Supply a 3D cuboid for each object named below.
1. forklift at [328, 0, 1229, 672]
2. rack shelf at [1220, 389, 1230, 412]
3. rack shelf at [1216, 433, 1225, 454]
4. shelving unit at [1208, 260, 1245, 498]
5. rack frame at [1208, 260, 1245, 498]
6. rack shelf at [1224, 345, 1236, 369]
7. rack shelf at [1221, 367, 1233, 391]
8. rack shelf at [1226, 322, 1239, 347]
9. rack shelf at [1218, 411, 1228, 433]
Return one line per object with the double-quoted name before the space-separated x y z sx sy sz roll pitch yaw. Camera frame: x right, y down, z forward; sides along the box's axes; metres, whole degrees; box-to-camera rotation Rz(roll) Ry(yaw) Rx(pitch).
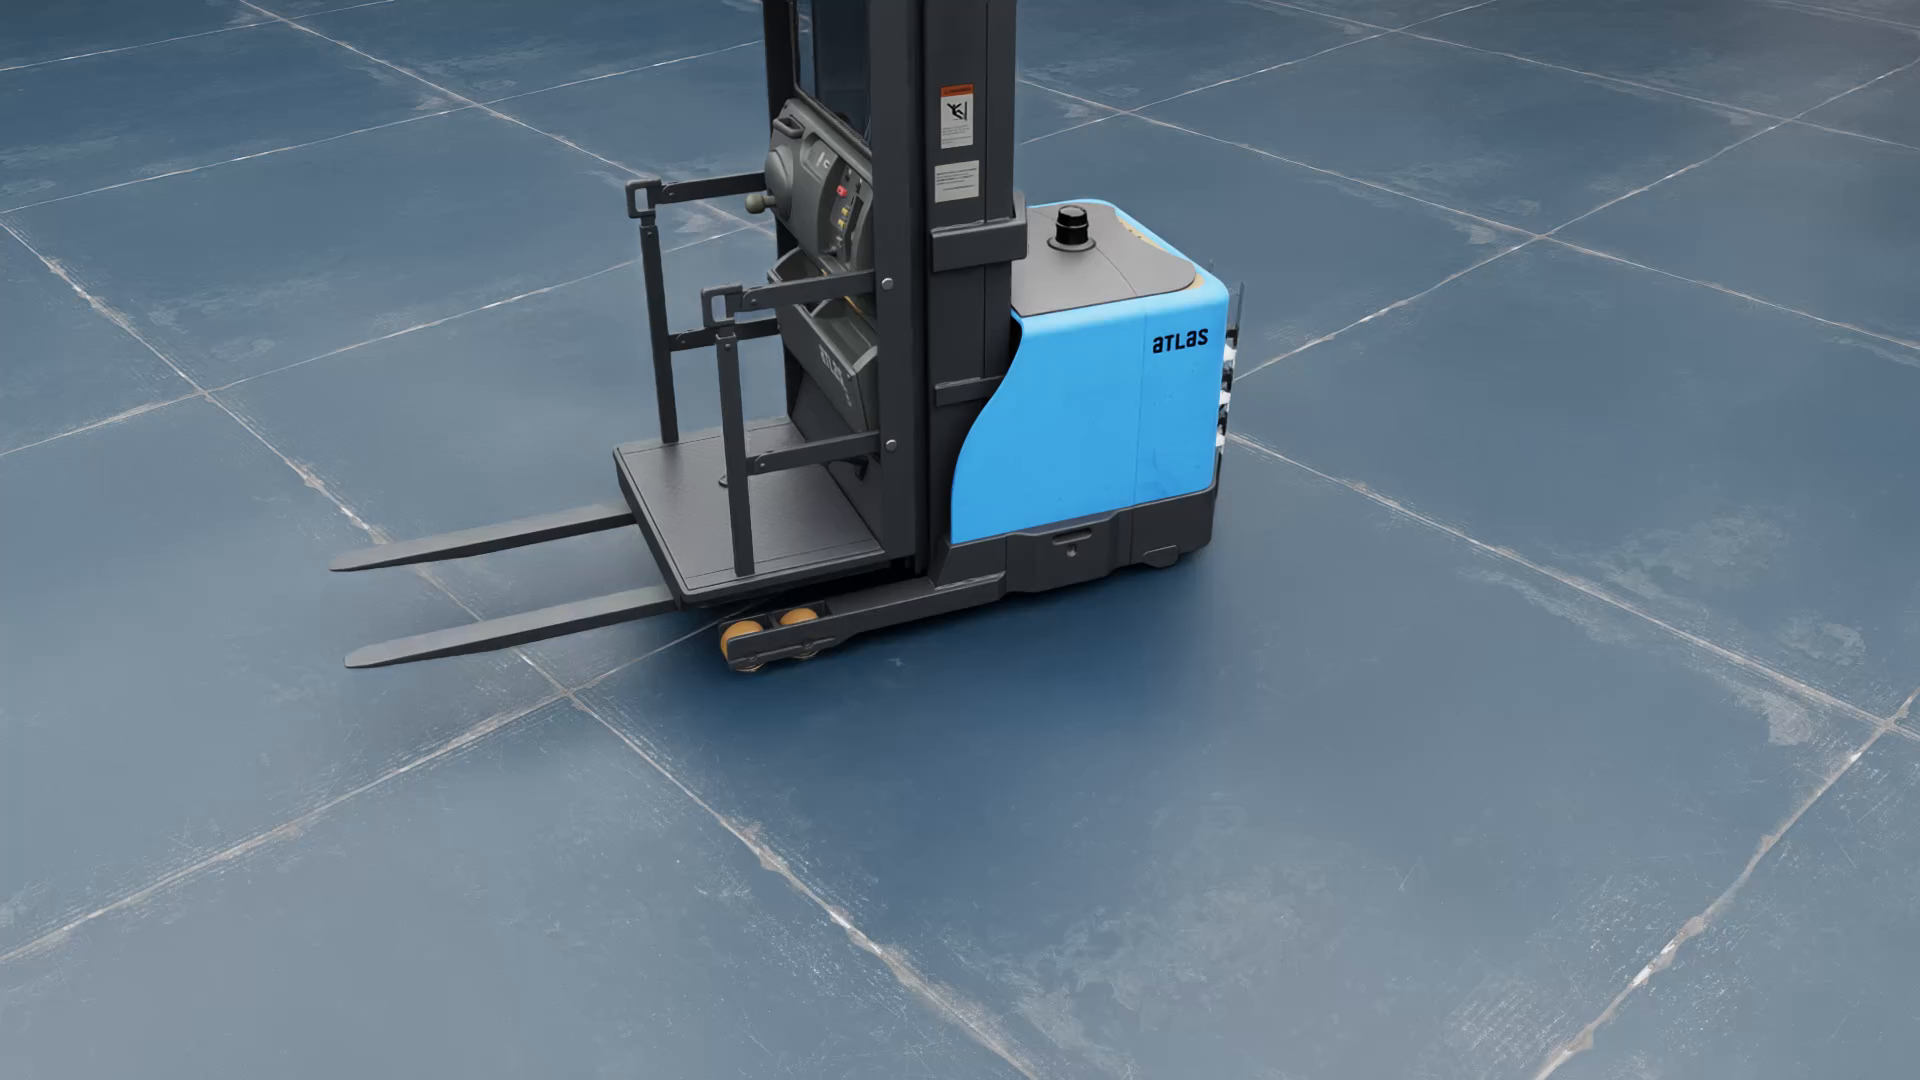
"forklift" -0.640 -1.126 5.282 3.031 2.935 1.130 -12 33 -19
"rack shelf" 0.879 -0.561 6.361 0.200 0.077 0.258 -11 33 -21
"rack shelf" 0.873 -0.406 6.452 0.200 0.077 0.258 -11 33 -21
"shelving unit" 0.880 -0.589 6.344 0.210 0.900 0.258 -11 33 -21
"rack frame" 0.973 -0.607 6.381 0.006 0.900 0.240 -11 33 -21
"rack shelf" 0.885 -0.716 6.269 0.200 0.077 0.258 -11 33 -21
"rack shelf" 0.882 -0.638 6.315 0.200 0.077 0.258 -11 33 -21
"rack shelf" 0.889 -0.793 6.223 0.200 0.077 0.258 -11 33 -21
"rack shelf" 0.876 -0.483 6.406 0.200 0.077 0.258 -11 33 -21
